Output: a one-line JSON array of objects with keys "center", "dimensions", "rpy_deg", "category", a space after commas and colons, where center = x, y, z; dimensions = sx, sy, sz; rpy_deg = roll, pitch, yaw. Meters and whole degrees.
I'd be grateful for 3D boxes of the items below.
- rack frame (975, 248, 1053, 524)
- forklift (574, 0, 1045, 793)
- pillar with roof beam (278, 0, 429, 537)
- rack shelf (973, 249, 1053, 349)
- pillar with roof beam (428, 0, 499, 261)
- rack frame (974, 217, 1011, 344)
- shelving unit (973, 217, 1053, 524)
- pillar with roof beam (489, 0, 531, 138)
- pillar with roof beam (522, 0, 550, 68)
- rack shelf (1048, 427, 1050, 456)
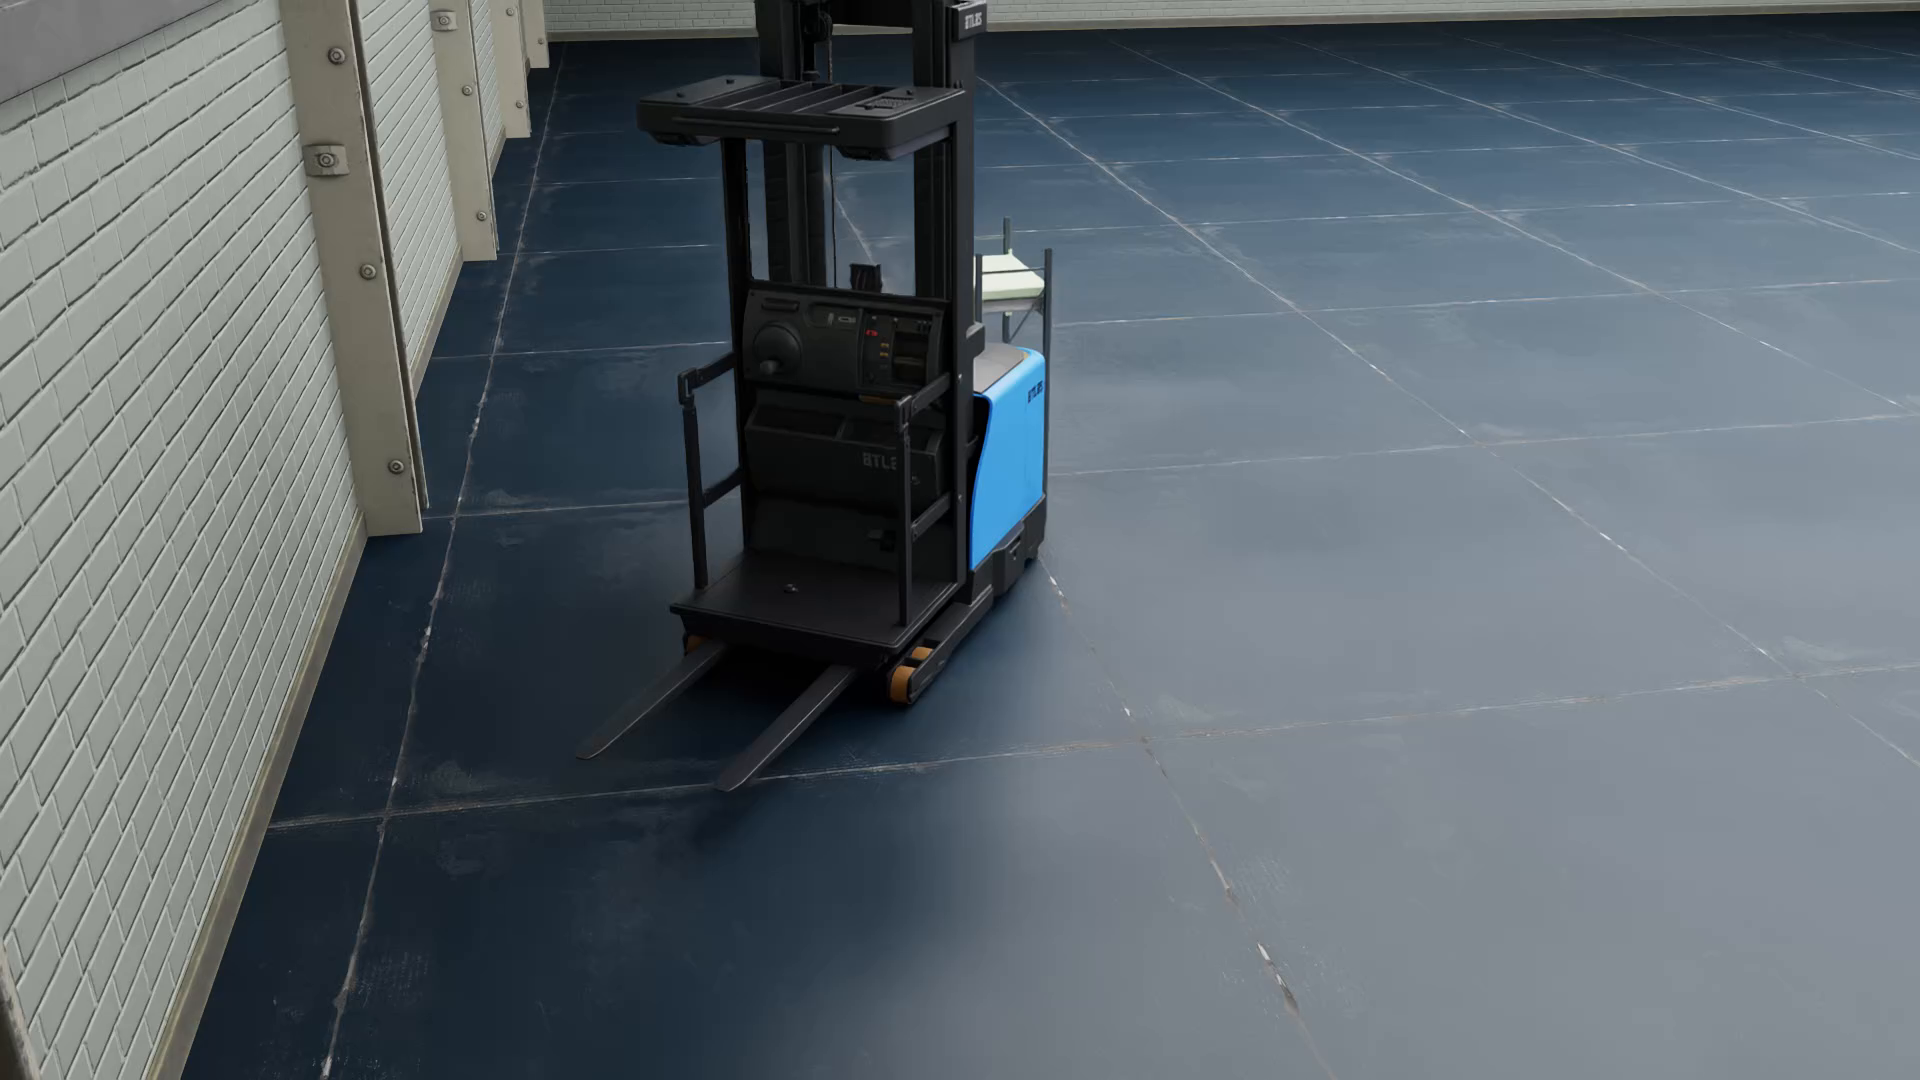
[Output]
[{"center": [0.270, -0.759, 8.614], "dimensions": [0.400, 1.500, 0.023], "rpy_deg": [-6, 24, -14], "category": "rack frame"}, {"center": [-0.589, -0.828, 6.985], "dimensions": [1.130, 2.935, 3.031], "rpy_deg": [9, 25, 20], "category": "forklift"}, {"center": [1.179, -4.548, 7.920], "dimensions": [9.100, 9.000, 0.400], "rpy_deg": [-4, 24, -10], "category": "pillar with roof beam"}, {"center": [0.175, -1.258, 8.782], "dimensions": [0.431, 0.370, 0.720], "rpy_deg": [-6, 24, -14], "category": "rack shelf"}, {"center": [0.070, -6.908, 13.324], "dimensions": [9.100, 9.000, 0.400], "rpy_deg": [-4, 24, -10], "category": "pillar with roof beam"}, {"center": [0.080, -1.042, 9.262], "dimensions": [0.400, 1.500, 0.023], "rpy_deg": [-6, 24, -14], "category": "rack frame"}, {"center": [0.175, -0.901, 8.938], "dimensions": [0.431, 1.500, 0.755], "rpy_deg": [-6, 24, -14], "category": "shelving unit"}, {"center": [-1.040, -9.268, 18.727], "dimensions": [9.100, 9.000, 0.400], "rpy_deg": [-4, 24, -10], "category": "pillar with roof beam"}, {"center": [-2.149, -11.628, 24.131], "dimensions": [9.100, 9.000, 0.400], "rpy_deg": [-4, 24, -10], "category": "pillar with roof beam"}, {"center": [0.175, -0.602, 9.068], "dimensions": [0.431, 0.370, 0.720], "rpy_deg": [-6, 24, -14], "category": "rack shelf"}]
